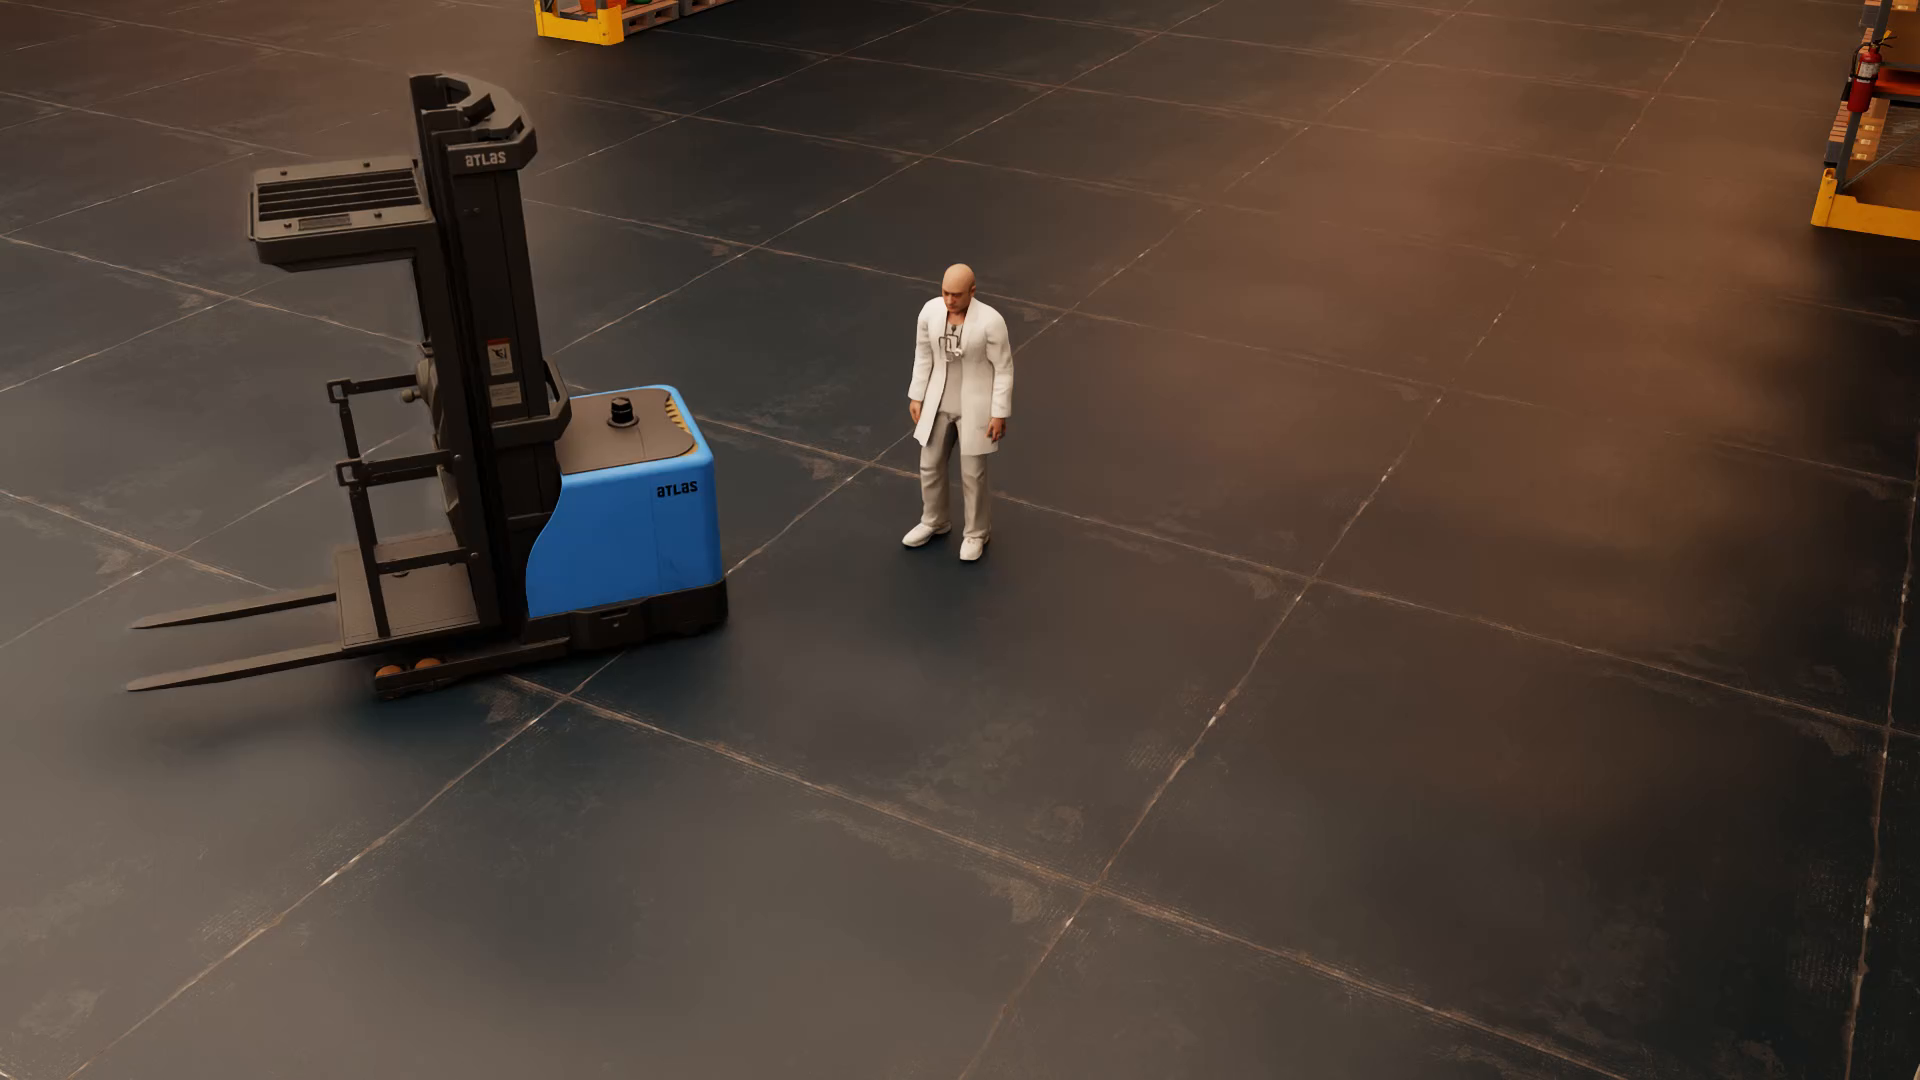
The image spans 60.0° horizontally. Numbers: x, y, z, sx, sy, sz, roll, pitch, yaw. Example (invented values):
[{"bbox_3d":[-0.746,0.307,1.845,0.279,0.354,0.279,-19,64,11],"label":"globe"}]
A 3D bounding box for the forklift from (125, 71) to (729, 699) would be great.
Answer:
[{"bbox_3d":[-2.847,-0.750,8.370,3.031,2.935,1.130,-11,32,-18],"label":"forklift"}]

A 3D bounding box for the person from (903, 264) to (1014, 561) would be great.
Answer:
[{"bbox_3d":[-0.007,-0.752,9.532,0.644,1.773,0.431,14,33,23],"label":"person"}]
